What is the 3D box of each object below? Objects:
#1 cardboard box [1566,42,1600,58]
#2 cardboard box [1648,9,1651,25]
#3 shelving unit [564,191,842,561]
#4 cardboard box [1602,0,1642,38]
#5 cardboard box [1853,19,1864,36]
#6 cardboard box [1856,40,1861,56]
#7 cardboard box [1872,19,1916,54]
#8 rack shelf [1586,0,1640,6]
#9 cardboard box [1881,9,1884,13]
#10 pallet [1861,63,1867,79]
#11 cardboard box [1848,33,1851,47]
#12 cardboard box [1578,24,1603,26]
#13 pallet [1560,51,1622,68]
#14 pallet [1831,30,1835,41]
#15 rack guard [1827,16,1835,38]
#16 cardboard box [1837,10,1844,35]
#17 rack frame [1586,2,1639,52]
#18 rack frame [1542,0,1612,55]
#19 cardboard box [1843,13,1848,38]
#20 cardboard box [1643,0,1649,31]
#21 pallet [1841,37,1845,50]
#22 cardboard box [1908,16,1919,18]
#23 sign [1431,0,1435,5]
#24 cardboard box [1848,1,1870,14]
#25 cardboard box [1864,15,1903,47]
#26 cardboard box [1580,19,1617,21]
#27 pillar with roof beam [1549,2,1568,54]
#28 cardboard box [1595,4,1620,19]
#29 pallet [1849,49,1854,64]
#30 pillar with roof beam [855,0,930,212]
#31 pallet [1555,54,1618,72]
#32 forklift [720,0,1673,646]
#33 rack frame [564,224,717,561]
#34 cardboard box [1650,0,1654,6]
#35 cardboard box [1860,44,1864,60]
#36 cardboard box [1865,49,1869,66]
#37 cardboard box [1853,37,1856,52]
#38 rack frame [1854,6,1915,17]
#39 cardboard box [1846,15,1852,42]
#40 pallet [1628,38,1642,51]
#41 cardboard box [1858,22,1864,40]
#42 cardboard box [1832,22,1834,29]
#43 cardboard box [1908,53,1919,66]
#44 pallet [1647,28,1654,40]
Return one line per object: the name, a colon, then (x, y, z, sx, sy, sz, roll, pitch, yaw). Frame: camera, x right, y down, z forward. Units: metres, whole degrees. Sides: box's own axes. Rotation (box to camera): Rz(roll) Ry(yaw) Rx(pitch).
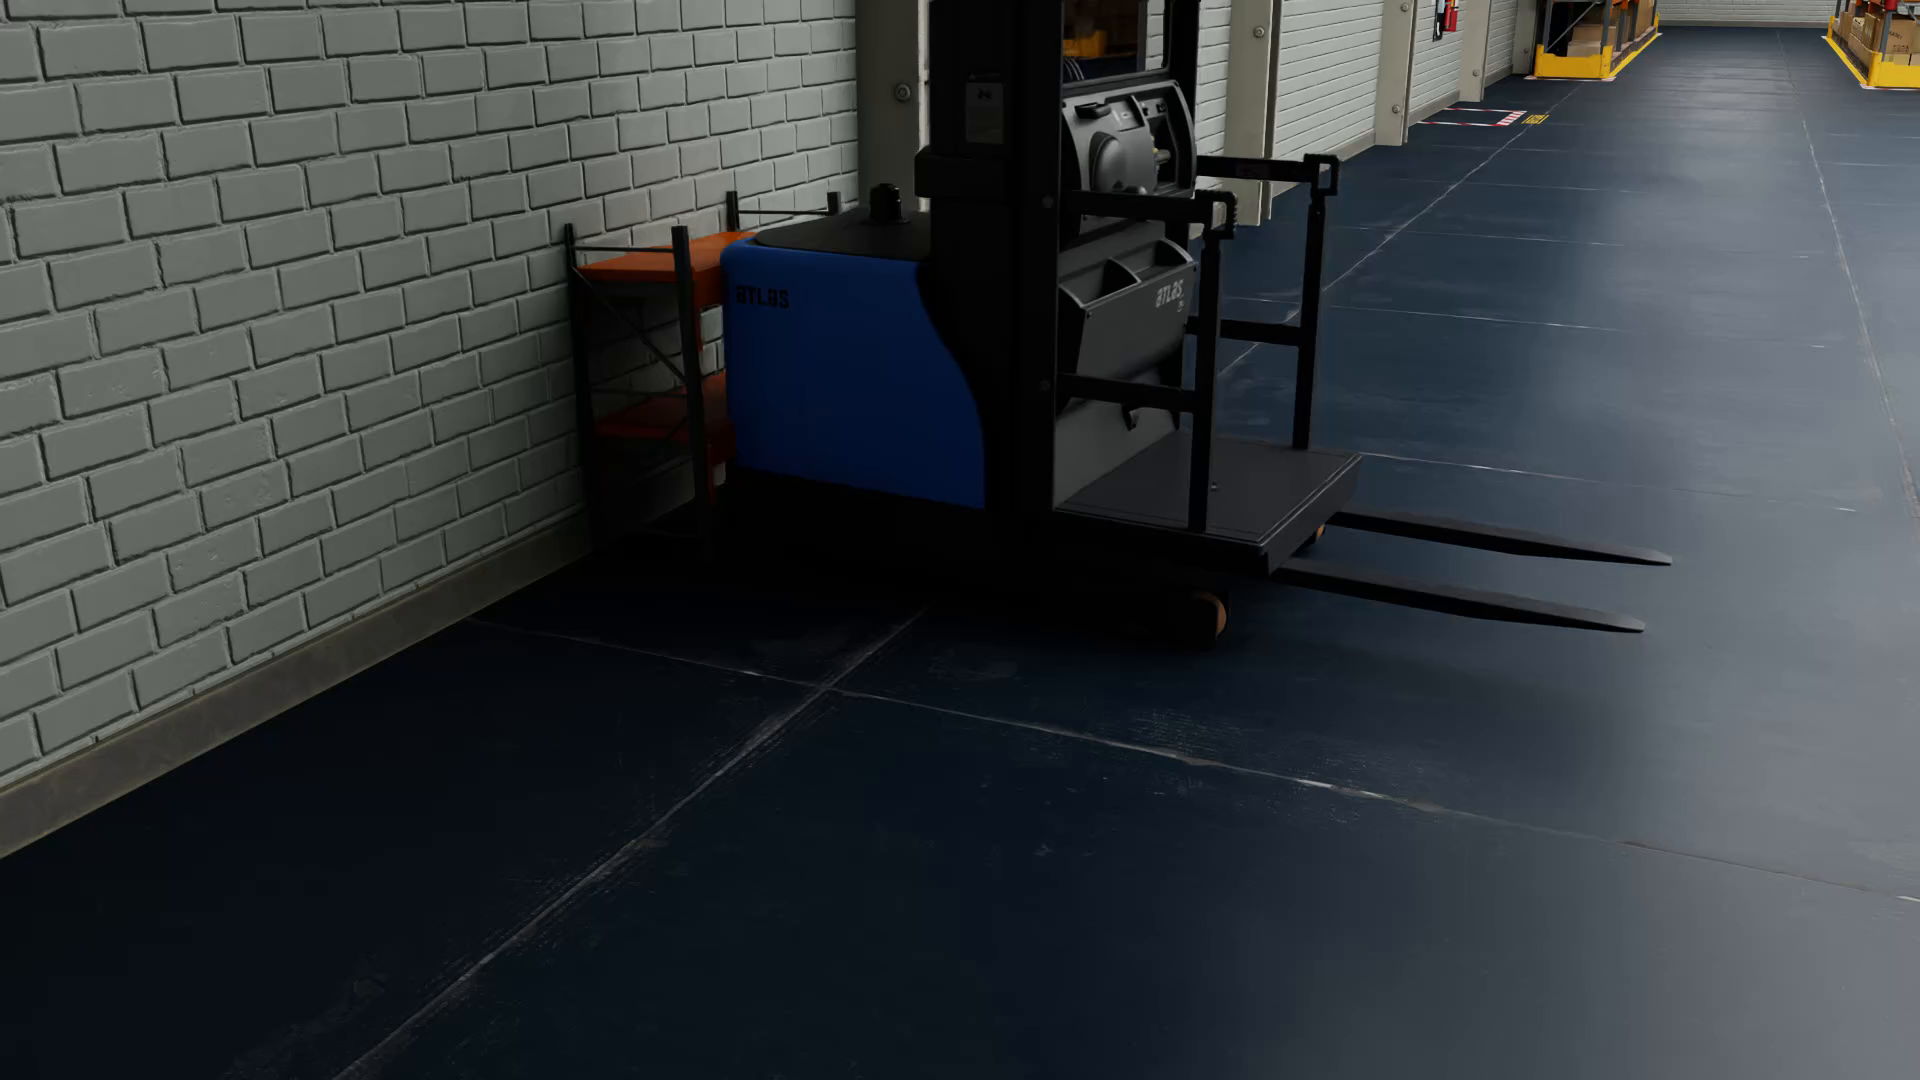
cardboard box: (10.462, -8.212, 27.939, 0.500, 0.311, 0.500, 6, 20, 17)
cardboard box: (16.043, -12.449, 39.601, 0.700, 0.500, 0.500, 8, 21, 21)
shelving unit: (-0.869, -0.637, 6.034, 0.538, 1.125, 1.048, 6, 19, 25)
cardboard box: (13.793, -10.910, 34.750, 0.750, 0.750, 0.750, 8, 21, 22)
cardboard box: (16.992, -9.569, 31.038, 0.500, 0.311, 0.500, 8, 21, 21)
cardboard box: (16.160, -8.685, 29.391, 0.500, 0.250, 0.500, 8, 21, 22)
cardboard box: (14.565, -7.854, 25.935, 0.500, 0.500, 0.500, 9, 21, 23)
rack shelf: (12.553, -10.568, 32.280, 1.077, 0.370, 4.000, 9, 21, 23)
cardboard box: (20.296, -11.668, 37.371, 0.797, 0.503, 0.637, 9, 21, 23)
pallet: (15.393, -7.691, 27.280, 1.003, 0.211, 1.213, 9, 21, 23)
cardboard box: (17.411, -9.622, 32.025, 0.500, 0.250, 0.500, 8, 21, 23)
cardboard box: (11.346, -9.002, 29.878, 0.500, 0.500, 0.500, 7, 21, 19)
pallet: (11.492, -8.771, 30.317, 1.003, 0.211, 1.213, 9, 21, 23)
pallet: (20.812, -11.704, 38.564, 1.003, 0.211, 1.213, 9, 21, 23)
rack guard: (21.138, -12.084, 39.201, 1.175, 0.500, 0.348, 9, 21, 23)
cardboard box: (19.506, -11.305, 36.354, 0.500, 0.500, 0.500, 9, 21, 23)
rack frame: (13.372, -11.518, 33.879, 1.000, 3.000, 0.127, 9, 21, 23)
rack frame: (10.096, -9.072, 27.003, 1.000, 3.000, 0.127, 9, 21, 23)
cardboard box: (18.902, -10.813, 34.970, 0.500, 0.500, 0.500, 9, 21, 23)
cardboard box: (14.863, -11.709, 36.998, 0.750, 0.750, 0.750, 9, 21, 23)
pallet: (19.232, -10.494, 35.163, 1.003, 0.211, 1.213, 9, 21, 23)
cardboard box: (15.656, -8.241, 27.023, 0.500, 0.500, 0.500, 9, 21, 23)
sign: (5.770, -6.683, 20.230, 0.001, 0.329, 0.234, 9, 21, 23)
cardboard box: (18.701, -11.025, 34.447, 0.500, 0.250, 0.500, 9, 21, 23)
cardboard box: (15.370, -8.468, 27.660, 0.500, 0.500, 0.500, 9, 21, 23)
cardboard box: (12.186, -9.717, 31.889, 0.700, 0.500, 0.500, 8, 21, 22)
pillar with roof beam: (15.978, -13.475, 30.429, 9.100, 9.000, 0.400, 9, 21, 23)
cardboard box: (12.628, -10.350, 32.550, 0.500, 0.250, 0.500, 8, 21, 22)
pallet: (17.019, -8.908, 30.701, 1.003, 0.211, 1.213, 9, 21, 23)
pillar with roof beam: (3.693, -4.304, 4.642, 9.100, 9.000, 0.400, 9, 21, 23)
pallet: (10.993, -8.397, 29.265, 1.003, 0.211, 1.213, 9, 21, 23)
forklift: (0.720, -1.261, 5.141, 3.031, 2.935, 1.130, 10, 22, 27)
rack frame: (-1.085, -0.491, 5.598, 0.500, 1.125, 0.032, 6, 19, 25)
cardboard box: (16.462, -12.919, 39.955, 0.380, 0.149, 0.250, 9, 22, 24)
cardboard box: (15.579, -8.267, 28.214, 0.500, 0.250, 0.500, 9, 21, 23)
cardboard box: (14.964, -7.808, 26.925, 0.500, 0.250, 0.500, 9, 21, 23)
cardboard box: (16.788, -9.152, 30.702, 0.500, 0.250, 0.500, 9, 21, 24)
rack frame: (17.893, -10.839, 31.971, 1.000, 3.000, 0.127, 9, 21, 23)
cardboard box: (18.274, -10.345, 33.655, 0.500, 0.500, 0.500, 8, 21, 21)
pallet: (13.764, -10.435, 34.995, 1.003, 0.211, 1.213, 9, 21, 23)
cardboard box: (16.367, -9.106, 29.738, 0.500, 0.311, 0.500, 9, 22, 24)
cardboard box: (20.582, -12.000, 38.806, 0.380, 0.166, 0.250, 9, 21, 23)
cardboard box: (15.040, -7.430, 25.860, 0.500, 0.250, 0.500, 9, 21, 23)
pallet: (15.891, -12.023, 39.461, 1.003, 0.211, 1.213, 9, 21, 23)
